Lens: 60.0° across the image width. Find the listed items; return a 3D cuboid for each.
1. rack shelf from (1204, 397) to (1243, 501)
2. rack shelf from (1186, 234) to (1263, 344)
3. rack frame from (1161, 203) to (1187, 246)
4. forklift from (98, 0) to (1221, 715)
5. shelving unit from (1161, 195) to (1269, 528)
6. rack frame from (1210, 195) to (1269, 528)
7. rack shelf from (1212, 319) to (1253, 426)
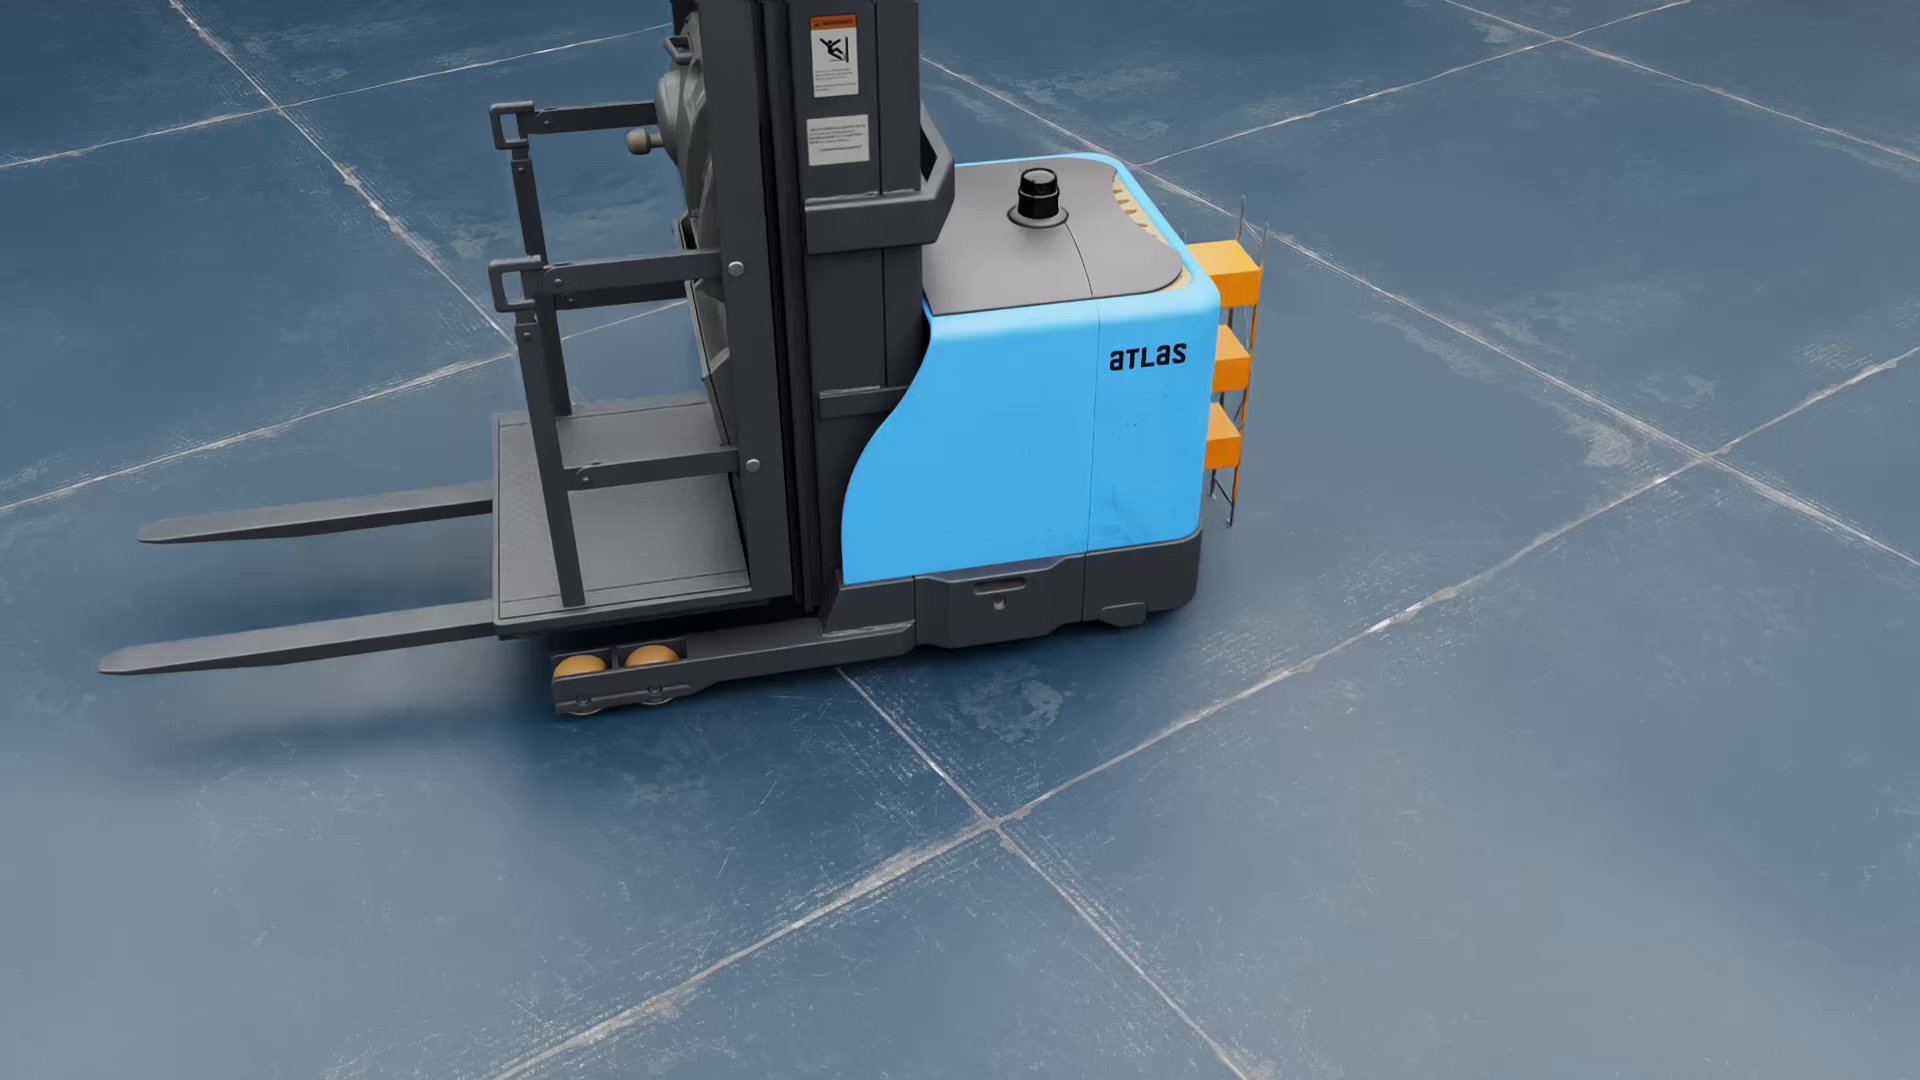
[{"bbox_3d":[0.727,-0.272,5.223,0.240,0.259,0.215,-8,36,-10],"label":"rack shelf"},{"bbox_3d":[0.727,-0.728,4.895,0.240,0.259,0.215,-8,36,-10],"label":"rack shelf"},{"bbox_3d":[0.608,-0.490,5.032,0.008,1.050,0.200,-8,36,-10],"label":"rack frame"},{"bbox_3d":[-0.873,-1.047,4.195,3.031,2.935,1.130,-8,36,-10],"label":"forklift"},{"bbox_3d":[0.727,-0.506,5.054,0.252,1.050,0.215,-8,36,-10],"label":"shelving unit"},{"bbox_3d":[0.846,-0.522,5.076,0.008,1.050,0.200,-8,36,-10],"label":"rack frame"},{"bbox_3d":[0.727,-0.497,5.061,0.240,0.259,0.215,-8,36,-10],"label":"rack shelf"}]
